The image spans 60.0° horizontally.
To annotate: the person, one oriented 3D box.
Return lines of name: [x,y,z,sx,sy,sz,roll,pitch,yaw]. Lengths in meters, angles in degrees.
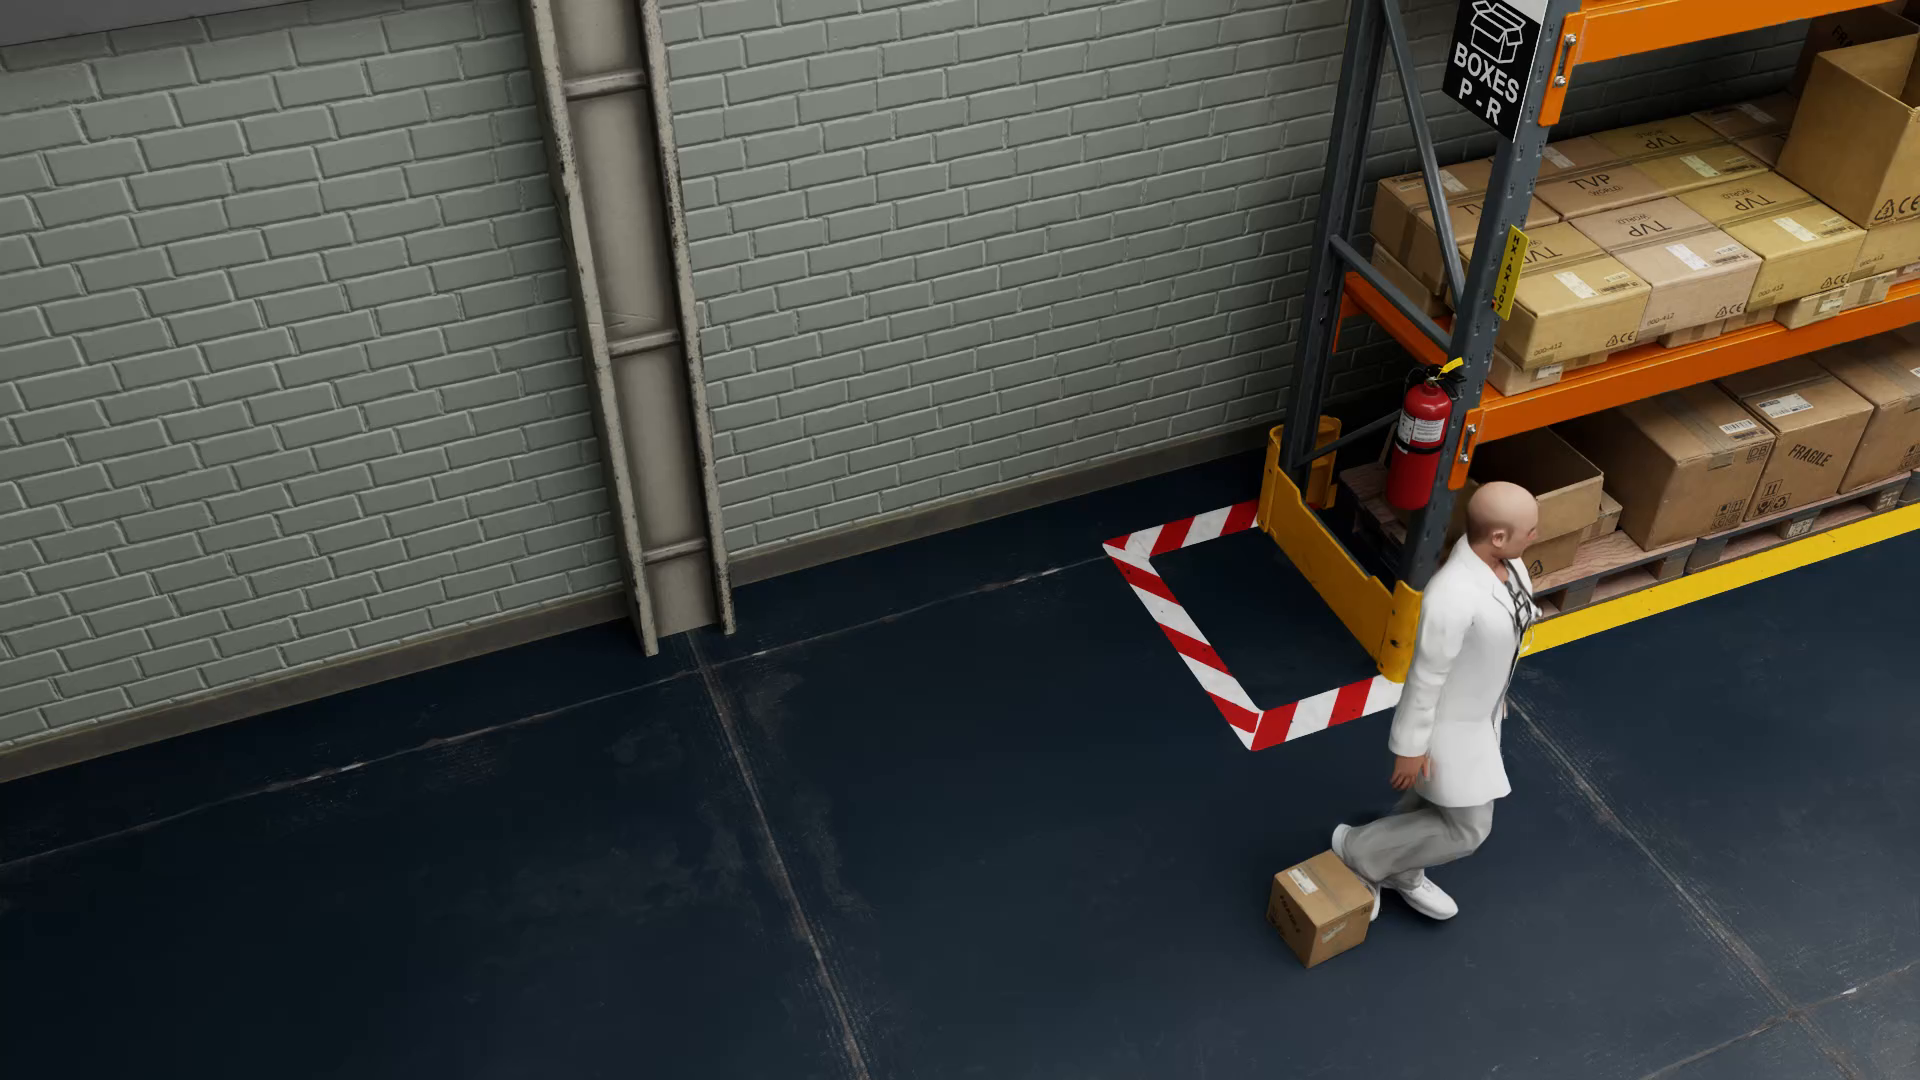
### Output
person: [1.633,0.578,5.492,0.513,1.773,0.639,23,46,24]
